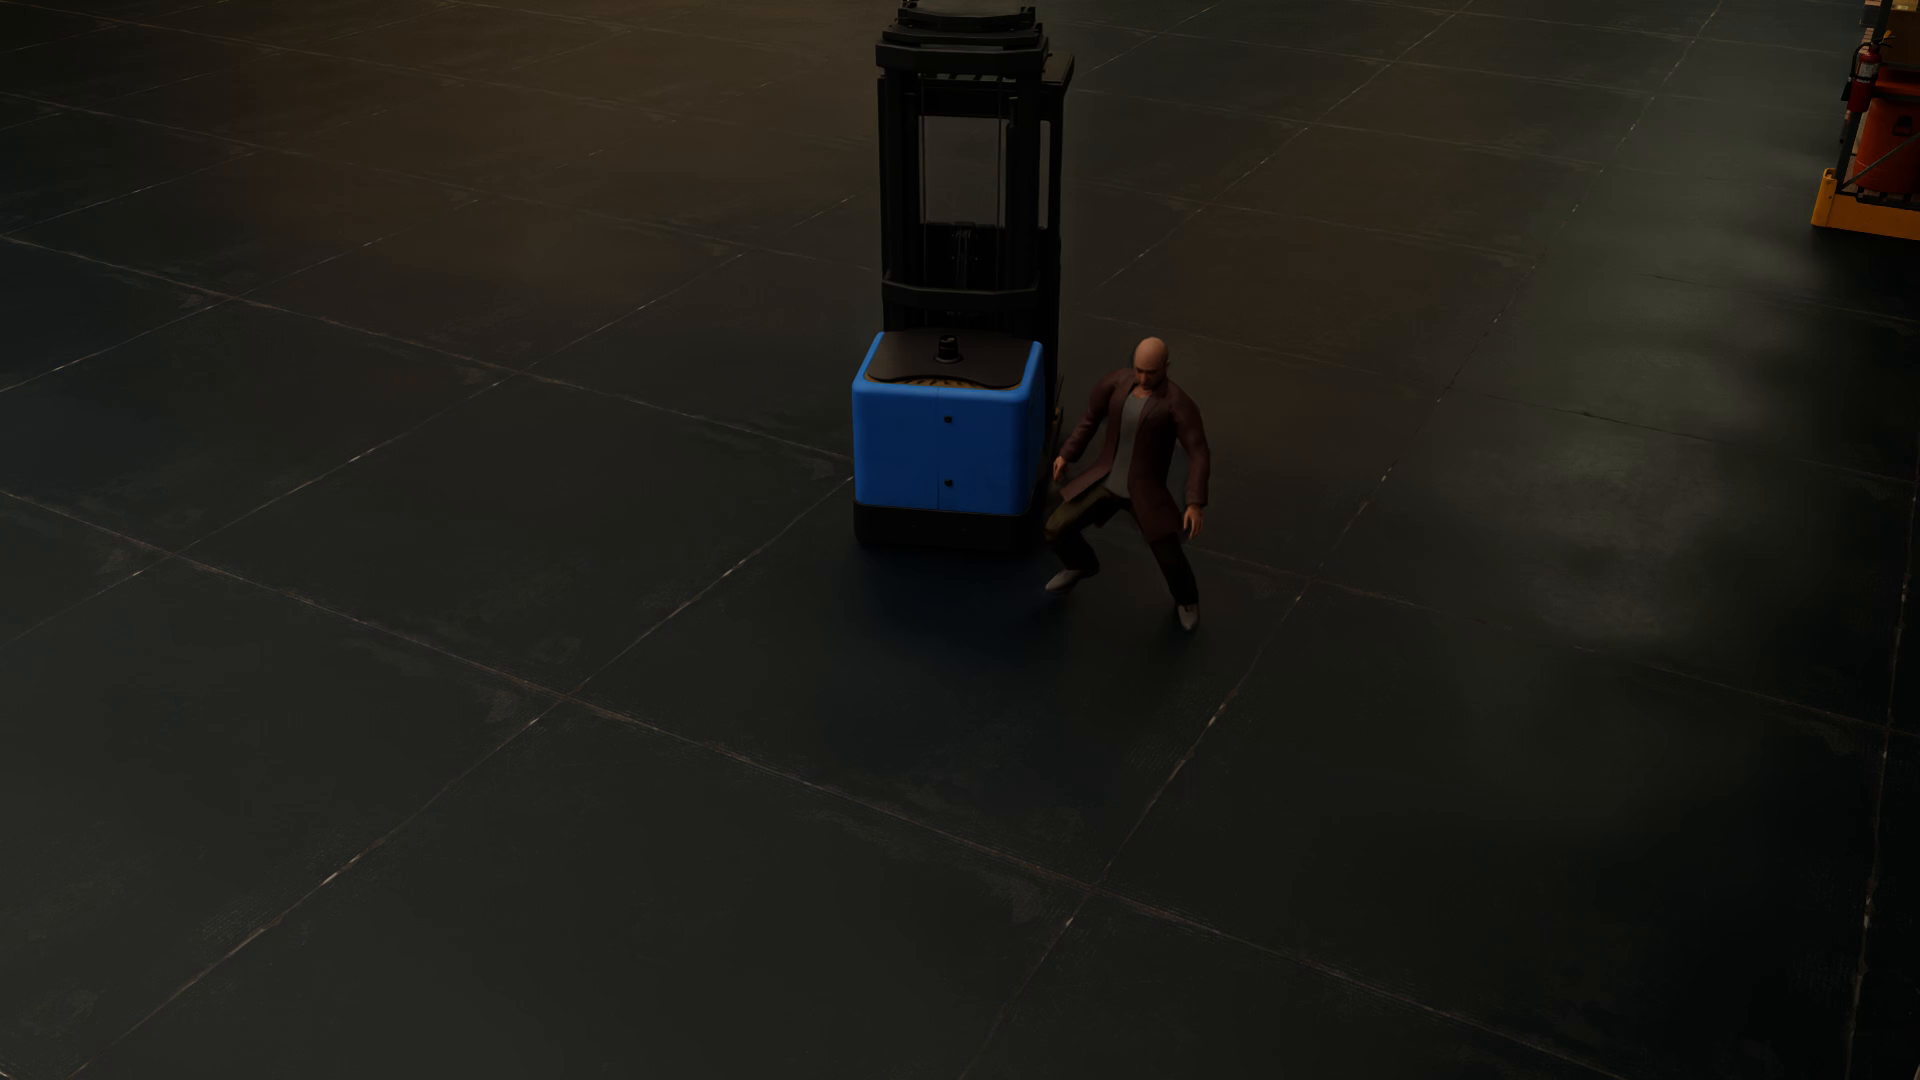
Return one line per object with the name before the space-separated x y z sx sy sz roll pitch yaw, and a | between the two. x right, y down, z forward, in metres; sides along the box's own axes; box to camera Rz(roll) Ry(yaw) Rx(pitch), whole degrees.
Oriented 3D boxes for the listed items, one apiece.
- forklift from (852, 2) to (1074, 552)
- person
forklift | 0.099 -1.917 10.392 1.130 2.935 3.031 4 30 7
person | 0.933 -0.311 8.922 0.991 1.654 0.656 20 36 31
